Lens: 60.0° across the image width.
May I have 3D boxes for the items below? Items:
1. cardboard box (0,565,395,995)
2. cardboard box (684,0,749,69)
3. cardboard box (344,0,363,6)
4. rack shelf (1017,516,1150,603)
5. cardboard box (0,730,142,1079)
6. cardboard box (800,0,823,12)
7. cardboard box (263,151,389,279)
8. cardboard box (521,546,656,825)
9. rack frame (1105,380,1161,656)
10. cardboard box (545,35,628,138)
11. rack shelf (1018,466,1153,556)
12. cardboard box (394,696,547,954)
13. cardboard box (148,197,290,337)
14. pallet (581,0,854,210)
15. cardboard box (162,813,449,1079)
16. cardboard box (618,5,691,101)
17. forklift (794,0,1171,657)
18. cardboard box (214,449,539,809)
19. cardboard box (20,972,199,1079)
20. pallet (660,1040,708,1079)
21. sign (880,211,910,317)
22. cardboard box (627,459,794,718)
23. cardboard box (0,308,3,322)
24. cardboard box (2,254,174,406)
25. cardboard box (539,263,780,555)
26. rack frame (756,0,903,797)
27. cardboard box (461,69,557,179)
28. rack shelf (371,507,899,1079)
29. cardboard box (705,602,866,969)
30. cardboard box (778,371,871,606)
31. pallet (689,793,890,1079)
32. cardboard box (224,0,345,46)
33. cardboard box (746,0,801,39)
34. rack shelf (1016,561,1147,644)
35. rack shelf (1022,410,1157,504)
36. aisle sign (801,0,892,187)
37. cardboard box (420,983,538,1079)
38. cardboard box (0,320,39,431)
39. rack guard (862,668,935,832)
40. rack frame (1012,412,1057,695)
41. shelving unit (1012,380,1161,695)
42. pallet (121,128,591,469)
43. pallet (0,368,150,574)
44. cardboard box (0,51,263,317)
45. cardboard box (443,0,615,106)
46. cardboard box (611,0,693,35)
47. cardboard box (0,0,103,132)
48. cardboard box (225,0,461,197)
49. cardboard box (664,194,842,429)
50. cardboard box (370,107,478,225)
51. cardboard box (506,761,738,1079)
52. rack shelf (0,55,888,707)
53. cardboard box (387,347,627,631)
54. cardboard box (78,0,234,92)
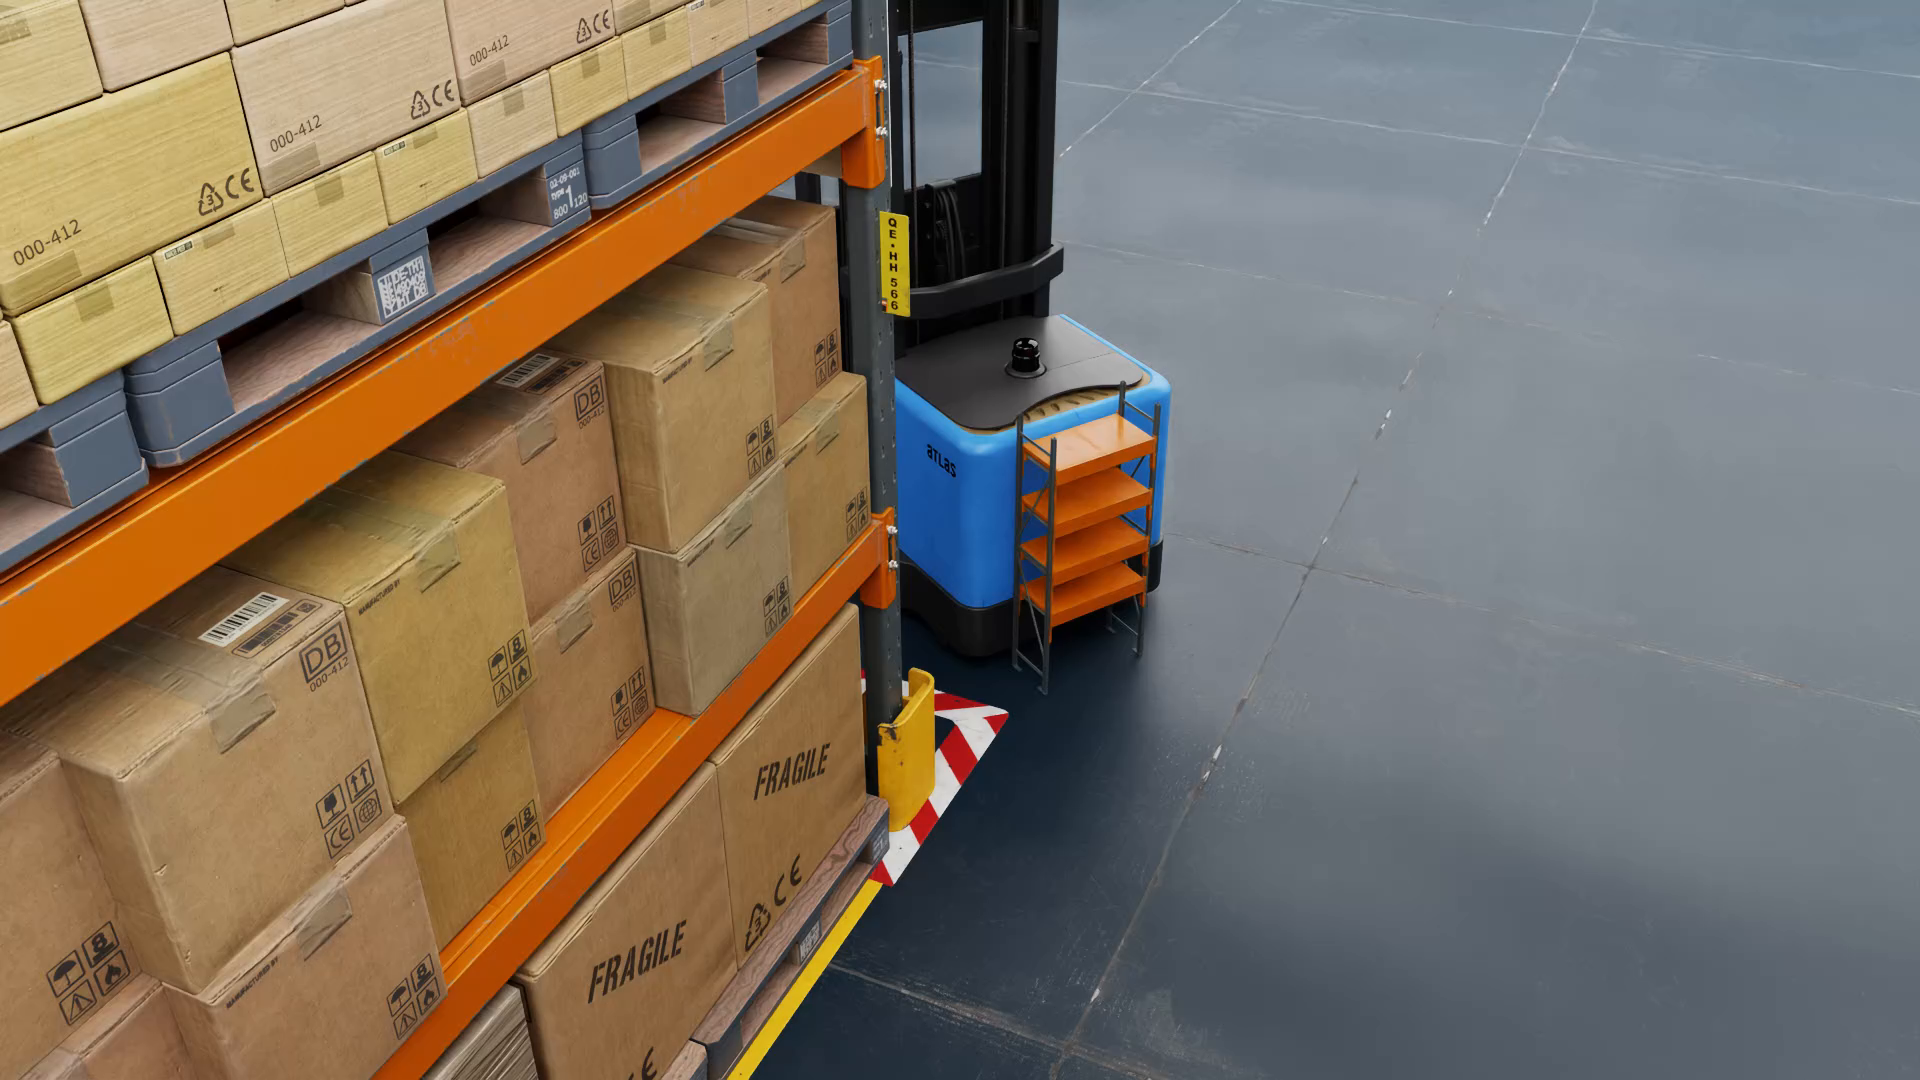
[{"bbox_3d":[-1.698,0.387,3.302,0.875,0.550,0.550,14,36,20],"label":"cardboard box"},{"bbox_3d":[-0.730,-1.247,3.935,0.380,0.149,0.250,15,36,21],"label":"cardboard box"},{"bbox_3d":[-1.156,-1.072,2.941,0.380,0.149,0.250,14,36,21],"label":"cardboard box"},{"bbox_3d":[0.493,0.059,6.688,0.480,0.148,0.258,-19,38,-27],"label":"rack shelf"},{"bbox_3d":[-2.049,0.625,2.940,0.875,0.550,0.550,14,36,20],"label":"cardboard box"},{"bbox_3d":[-0.517,-1.500,4.322,0.380,0.149,0.250,14,36,20],"label":"cardboard box"},{"bbox_3d":[-1.262,-0.612,2.968,0.380,0.149,0.250,15,36,21],"label":"cardboard box"},{"bbox_3d":[-1.358,0.285,4.443,0.875,0.550,0.550,14,36,20],"label":"cardboard box"},{"bbox_3d":[0.698,-0.070,6.762,0.015,1.200,0.240,-19,38,-27],"label":"rack frame"},{"bbox_3d":[-0.943,-0.993,3.548,0.380,0.149,0.250,14,36,20],"label":"cardboard box"},{"bbox_3d":[0.493,-0.128,6.566,0.480,0.148,0.258,-19,38,-27],"label":"rack shelf"},{"bbox_3d":[-1.542,0.558,4.026,0.875,0.550,0.500,14,36,20],"label":"cardboard box"},{"bbox_3d":[-1.367,-0.489,2.780,0.380,0.149,0.250,14,36,21],"label":"cardboard box"},{"bbox_3d":[-0.986,-1.222,4.224,1.003,0.211,1.213,14,36,20],"label":"pallet"},{"bbox_3d":[-1.673,0.845,3.589,0.875,0.550,0.550,14,36,20],"label":"cardboard box"},{"bbox_3d":[-0.836,-1.121,3.744,0.380,0.149,0.250,15,36,21],"label":"cardboard box"},{"bbox_3d":[-0.336,-1.513,7.384,1.130,2.935,3.031,-19,38,-27],"label":"forklift"},{"bbox_3d":[-1.484,0.122,3.708,0.875,0.550,0.500,14,36,20],"label":"cardboard box"},{"bbox_3d":[-2.006,1.087,3.220,0.875,0.550,0.550,14,36,20],"label":"cardboard box"},{"bbox_3d":[-1.461,1.811,4.796,1.003,0.211,1.213,14,36,20],"label":"pallet"},{"bbox_3d":[-0.199,-0.829,5.006,0.100,0.325,0.005,14,36,20],"label":"sign"},{"bbox_3d":[-1.010,0.035,4.825,0.875,0.550,0.550,14,36,20],"label":"cardboard box"},{"bbox_3d":[-1.691,-0.349,2.203,0.500,0.250,0.500,14,36,20],"label":"cardboard box"},{"bbox_3d":[-1.474,-0.362,2.586,0.380,0.149,0.250,14,36,20],"label":"cardboard box"},{"bbox_3d":[-1.022,-0.420,4.533,0.875,0.550,0.550,14,36,20],"label":"cardboard box"},{"bbox_3d":[-0.686,-0.377,5.589,1.000,3.000,0.127,14,36,20],"label":"rack frame"},{"bbox_3d":[-1.049,-0.867,3.357,0.380,0.149,0.250,14,36,21],"label":"cardboard box"},{"bbox_3d":[-1.522,0.920,4.267,1.077,0.370,4.000,14,36,20],"label":"rack shelf"},{"bbox_3d":[-0.909,0.689,5.518,0.875,0.875,0.875,14,36,21],"label":"cardboard box"},{"bbox_3d":[-0.800,-0.244,5.250,0.875,0.550,0.550,14,36,20],"label":"cardboard box"},{"bbox_3d":[-0.949,1.206,5.719,1.003,0.211,1.213,14,36,20],"label":"pallet"},{"bbox_3d":[-1.262,-0.946,2.749,0.380,0.149,0.250,14,36,20],"label":"cardboard box"},{"bbox_3d":[-0.623,-1.375,4.131,0.380,0.149,0.250,14,36,21],"label":"cardboard box"},{"bbox_3d":[0.493,0.225,6.797,0.480,0.148,0.258,-19,38,-27],"label":"rack shelf"},{"bbox_3d":[0.493,-0.326,6.436,0.480,0.148,0.258,-19,38,-27],"label":"rack shelf"},{"bbox_3d":[-0.383,-1.430,4.825,0.394,0.787,0.004,14,36,20],"label":"aisle sign"},{"bbox_3d":[-1.659,1.581,4.158,0.875,0.875,0.875,14,36,21],"label":"cardboard box"},{"bbox_3d":[-1.581,-0.233,2.389,0.380,0.149,0.250,14,36,20],"label":"cardboard box"},{"bbox_3d":[-0.676,0.657,6.293,1.175,0.500,0.348,14,36,20],"label":"rack guard"},{"bbox_3d":[0.287,0.075,6.541,0.015,1.200,0.240,-19,38,-27],"label":"rack frame"},{"bbox_3d":[0.493,0.003,6.651,0.503,1.200,0.258,-19,38,-27],"label":"shelving unit"},{"bbox_3d":[-1.496,-0.612,3.294,1.003,0.211,1.213,14,36,20],"label":"pallet"},{"bbox_3d":[-2.007,-0.007,2.370,1.003,0.211,1.213,14,36,20],"label":"pallet"},{"bbox_3d":[-1.480,-0.600,2.586,0.500,0.250,0.500,14,36,20],"label":"cardboard box"},{"bbox_3d":[-1.057,-1.104,3.353,0.500,0.250,0.500,14,36,20],"label":"cardboard box"},{"bbox_3d":[-0.847,-1.353,3.734,0.500,0.250,0.500,14,36,21],"label":"cardboard box"},{"bbox_3d":[-1.473,-0.696,2.369,0.380,0.149,0.250,15,36,21],"label":"cardboard box"},{"bbox_3d":[-1.269,-0.853,2.971,0.500,0.250,0.500,15,36,21],"label":"cardboard box"},{"bbox_3d":[-0.876,-0.715,4.984,0.875,0.550,0.550,14,36,20],"label":"cardboard box"},{"bbox_3d":[-1.155,-0.741,3.163,0.380,0.149,0.250,15,36,21],"label":"cardboard box"},{"bbox_3d":[-1.276,1.128,4.849,0.875,0.875,0.875,14,36,20],"label":"cardboard box"},{"bbox_3d":[-1.522,-0.334,3.445,1.077,0.370,4.000,14,36,20],"label":"rack shelf"},{"bbox_3d":[-1.380,-0.172,4.156,0.875,0.550,0.550,14,36,20],"label":"cardboard box"},{"bbox_3d":[-1.367,-0.822,2.561,0.380,0.149,0.250,14,36,20],"label":"cardboard box"}]
